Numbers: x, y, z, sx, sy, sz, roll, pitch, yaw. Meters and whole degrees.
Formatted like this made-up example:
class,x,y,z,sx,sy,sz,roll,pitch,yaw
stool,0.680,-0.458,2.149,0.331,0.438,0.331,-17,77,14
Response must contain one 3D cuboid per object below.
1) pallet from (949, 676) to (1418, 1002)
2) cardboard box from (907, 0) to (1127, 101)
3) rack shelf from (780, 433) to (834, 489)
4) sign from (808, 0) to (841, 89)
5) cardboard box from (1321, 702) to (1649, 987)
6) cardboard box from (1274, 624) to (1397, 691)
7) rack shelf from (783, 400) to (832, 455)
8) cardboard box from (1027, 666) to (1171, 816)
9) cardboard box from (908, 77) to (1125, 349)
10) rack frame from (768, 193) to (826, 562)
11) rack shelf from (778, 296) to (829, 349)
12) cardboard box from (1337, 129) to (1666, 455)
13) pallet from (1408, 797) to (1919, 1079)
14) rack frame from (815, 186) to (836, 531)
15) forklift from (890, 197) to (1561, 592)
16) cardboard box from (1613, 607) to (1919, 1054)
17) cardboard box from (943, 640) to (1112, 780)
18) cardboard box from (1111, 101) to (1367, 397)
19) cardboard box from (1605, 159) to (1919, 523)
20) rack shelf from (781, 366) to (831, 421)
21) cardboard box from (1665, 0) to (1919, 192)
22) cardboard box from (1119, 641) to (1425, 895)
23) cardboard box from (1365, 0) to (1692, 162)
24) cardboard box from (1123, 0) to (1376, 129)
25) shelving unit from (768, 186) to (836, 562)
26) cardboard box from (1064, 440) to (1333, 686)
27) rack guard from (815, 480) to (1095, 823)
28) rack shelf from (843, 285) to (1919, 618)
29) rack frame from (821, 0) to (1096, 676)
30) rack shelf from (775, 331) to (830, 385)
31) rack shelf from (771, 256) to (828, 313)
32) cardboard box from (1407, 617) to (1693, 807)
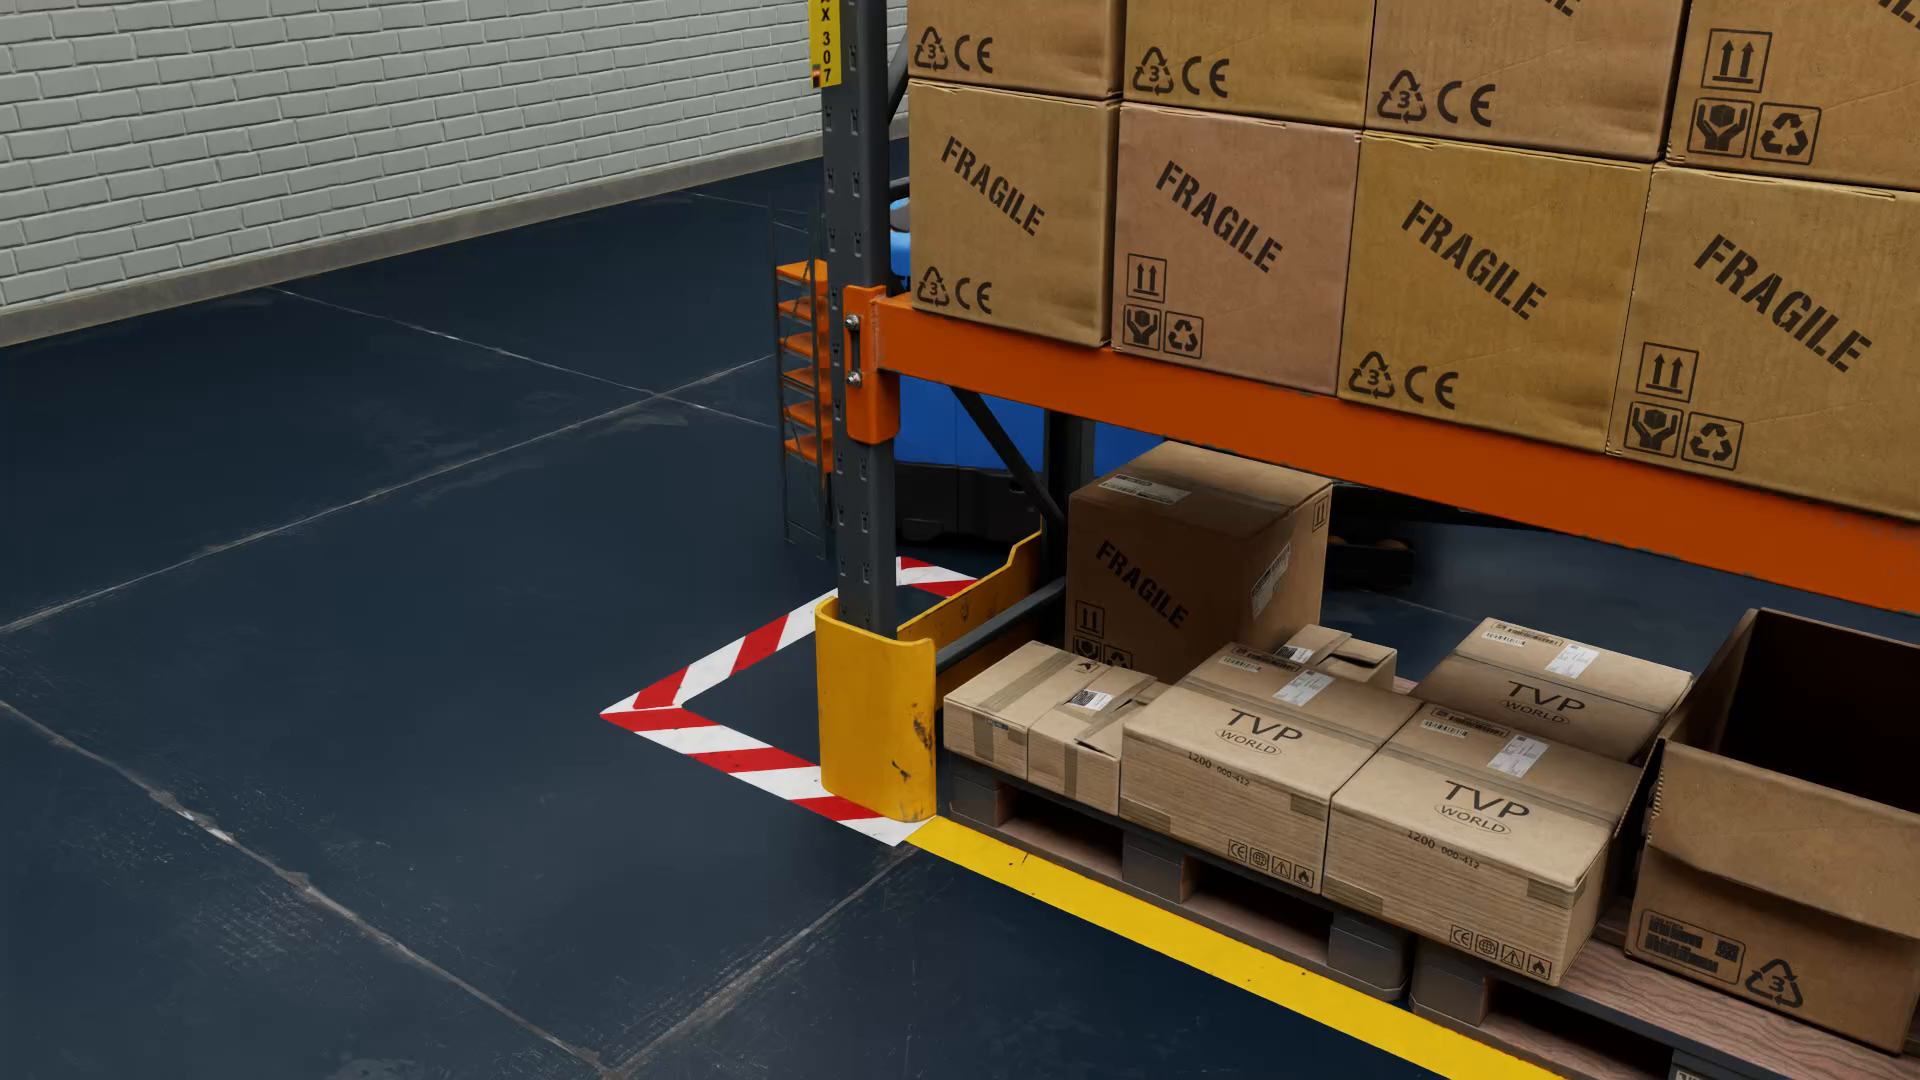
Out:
class,x,y,z,sx,sy,sz,roll,pitch,yaw
pallet,0.740,0.583,4.166,1.213,0.211,1.003,17,29,33
cardboard box,0.238,-1.215,3.424,0.500,0.500,0.500,18,29,35
rack shelf,-0.458,-0.275,5.591,0.180,0.103,0.258,-19,30,-36
sign,-0.285,-1.125,3.510,0.005,0.325,0.100,17,29,33
cardboard box,1.106,0.617,3.493,0.500,0.250,0.500,17,29,33
cardboard box,0.894,0.370,4.159,0.250,0.166,0.380,17,29,33
rack shelf,-0.458,-0.385,5.542,0.180,0.103,0.258,-19,30,-36
cardboard box,0.370,0.463,3.946,0.250,0.166,0.380,17,29,33
cardboard box,0.238,-0.758,3.626,0.500,0.500,0.500,18,29,34
rack frame,-0.529,-0.511,5.422,0.006,1.200,0.240,-19,30,-36
rack shelf,-0.459,-0.714,5.396,0.180,0.103,0.258,-19,30,-36
cardboard box,1.054,-0.512,3.069,0.500,0.500,0.500,17,29,33
pallet,1.712,0.878,3.496,1.213,0.211,1.003,17,29,33
rack frame,-0.388,-0.559,5.529,0.006,1.200,0.240,-19,30,-36
forklift,1.213,-1.407,5.309,3.031,2.935,1.130,5,24,11
cardboard box,1.735,0.551,3.329,0.637,0.503,0.797,17,29,33
cardboard box,0.170,0.411,4.087,0.250,0.149,0.380,17,29,33
cardboard box,0.654,-0.635,3.346,0.500,0.500,0.500,16,29,33
cardboard box,1.453,-0.391,2.793,0.500,0.500,0.500,17,29,34
rack shelf,-0.458,-0.494,5.493,0.180,0.103,0.258,-19,30,-36
cardboard box,1.465,-0.846,2.586,0.500,0.500,0.500,17,29,33
cardboard box,0.706,0.497,3.767,0.500,0.250,0.500,17,29,33
cardboard box,1.058,-0.969,2.864,0.500,0.500,0.500,17,29,34
cardboard box,0.661,-1.091,3.143,0.500,0.500,0.500,17,29,34
shelving unit,-0.458,-0.535,5.475,0.189,1.200,0.258,-19,30,-36
cardboard box,0.624,0.090,4.380,0.500,0.500,0.500,17,29,33
rack guard,0.102,0.258,4.545,0.348,0.500,1.175,17,29,33
rack shelf,1.641,-0.092,3.130,4.000,0.370,1.077,17,29,33
rack frame,0.041,-0.904,4.082,0.127,3.000,1.000,17,29,33
rack shelf,-0.459,-0.604,5.445,0.180,0.103,0.258,-19,30,-36
rack shelf,-0.459,-0.824,5.348,0.180,0.103,0.258,-19,30,-36
cardboard box,1.366,0.444,3.887,0.500,0.250,0.500,17,29,33
